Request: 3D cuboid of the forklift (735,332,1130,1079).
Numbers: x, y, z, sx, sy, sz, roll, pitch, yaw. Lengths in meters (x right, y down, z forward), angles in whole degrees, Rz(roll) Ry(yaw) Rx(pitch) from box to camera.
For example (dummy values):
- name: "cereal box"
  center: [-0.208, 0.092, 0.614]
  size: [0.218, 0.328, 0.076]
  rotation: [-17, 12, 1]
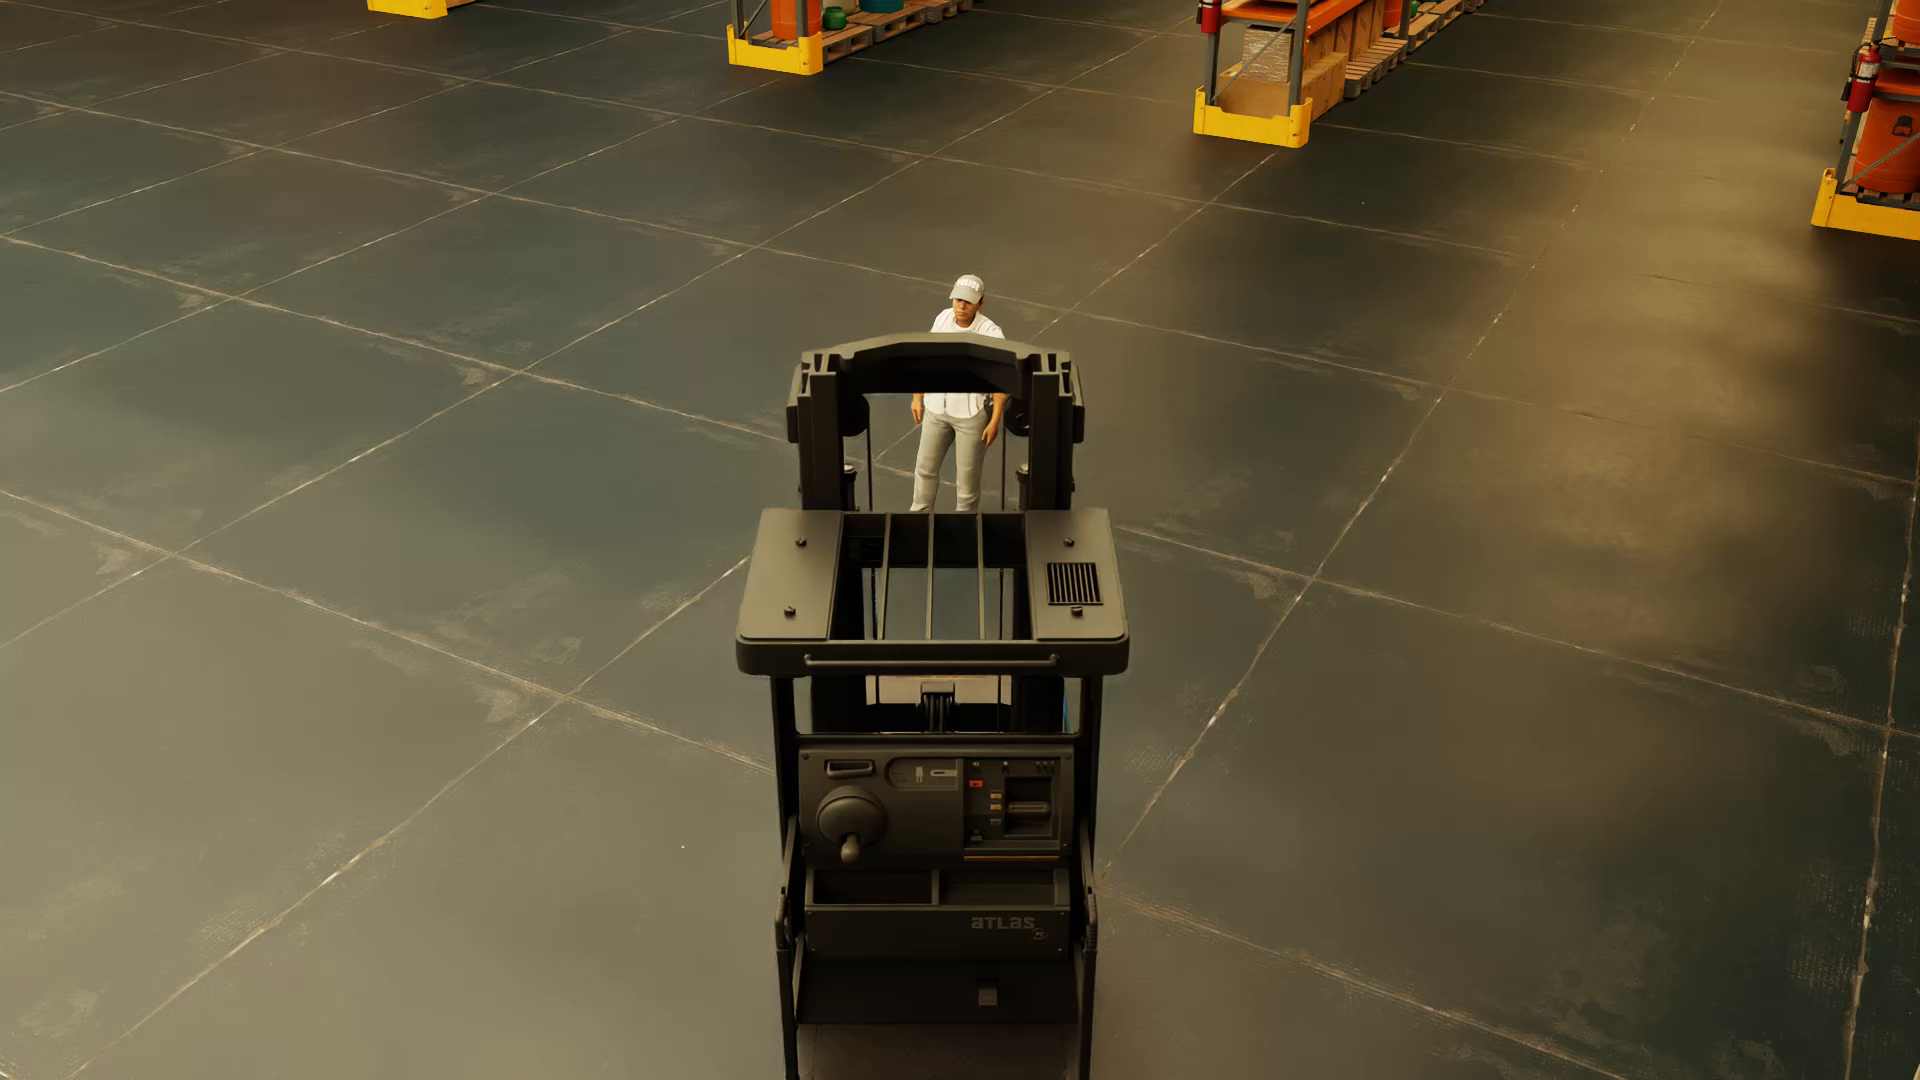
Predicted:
- name: "forklift"
  center: [-0.076, 0.939, 5.444]
  size: [1.130, 2.935, 3.031]
  rotation: [0, 30, 0]

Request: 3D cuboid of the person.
- name: "person"
  center: [-0.057, -0.700, 9.534]
  size: [0.599, 1.670, 0.529]
  rotation: [15, 33, 25]
